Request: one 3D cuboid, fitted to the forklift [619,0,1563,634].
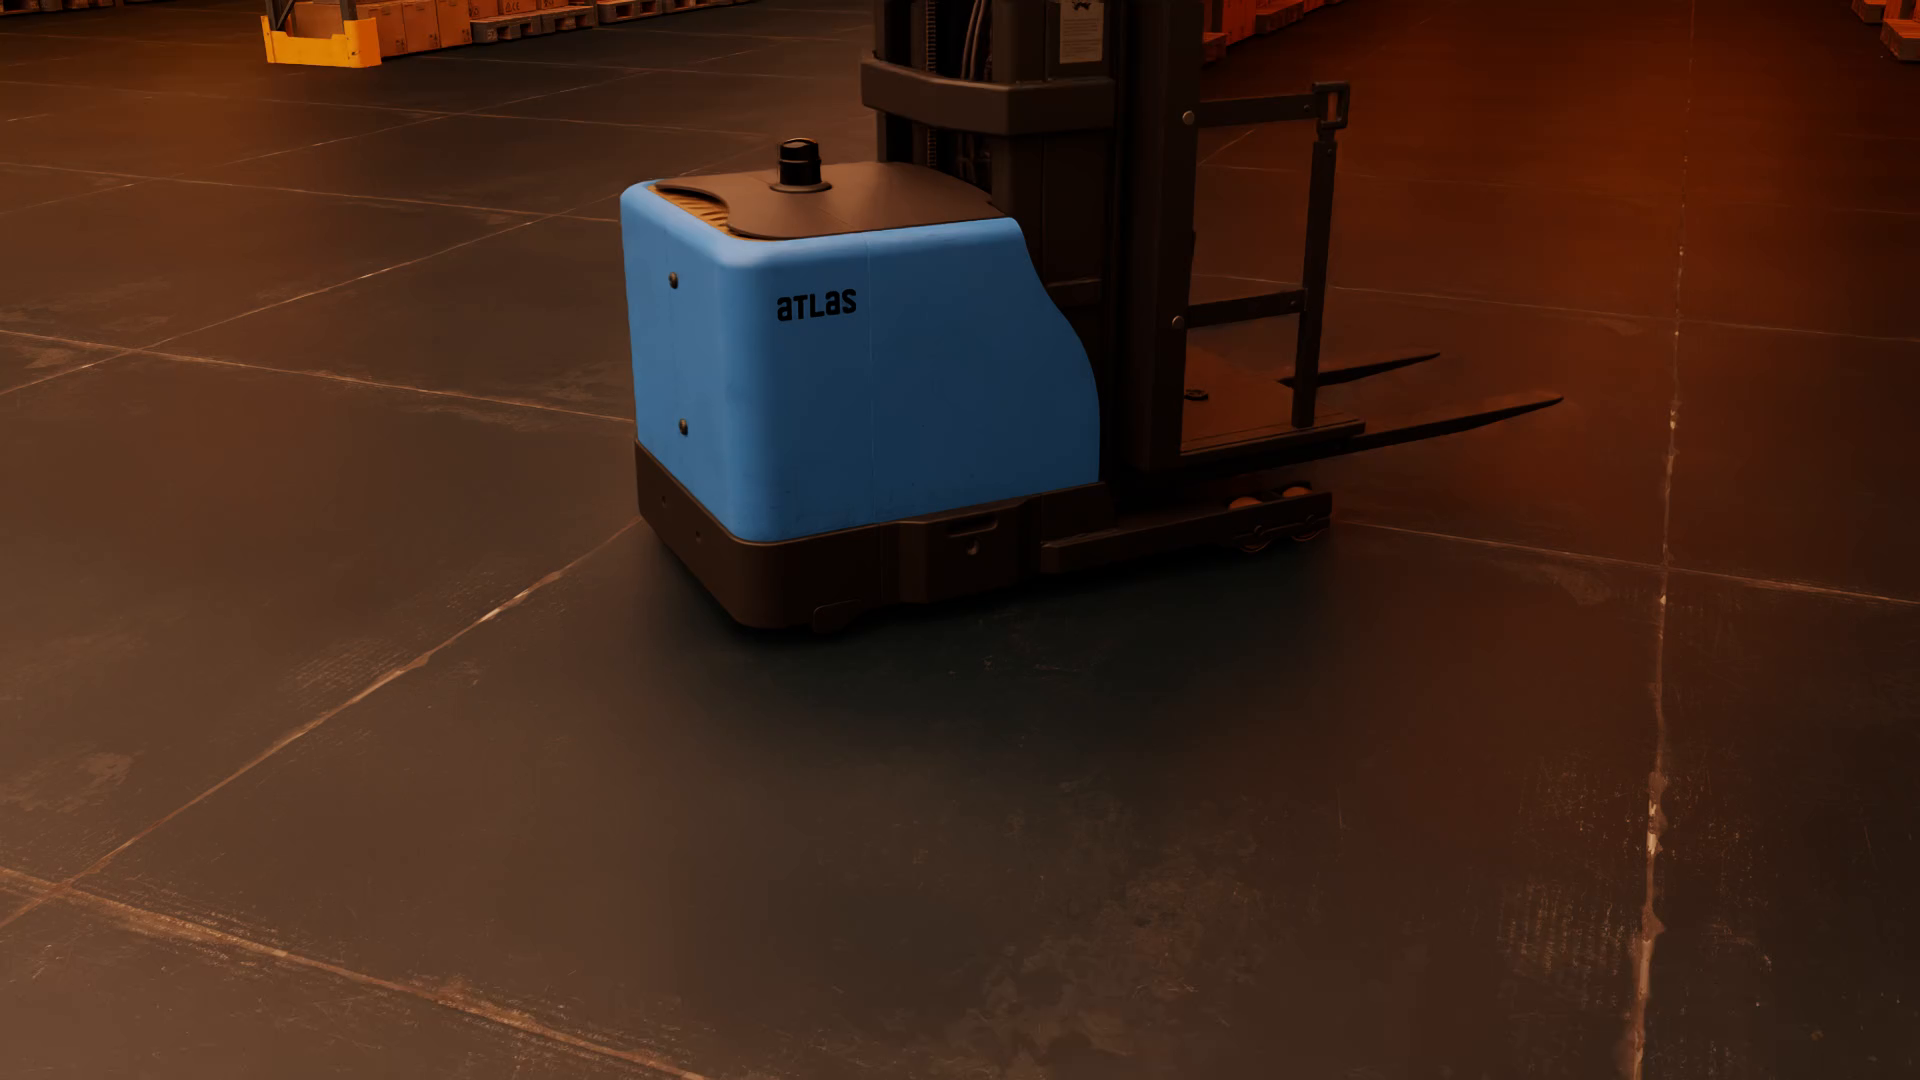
[{"bbox_3d":[0.562,-1.483,4.840,3.031,2.935,1.130,-11,25,-25],"label":"forklift"}]
